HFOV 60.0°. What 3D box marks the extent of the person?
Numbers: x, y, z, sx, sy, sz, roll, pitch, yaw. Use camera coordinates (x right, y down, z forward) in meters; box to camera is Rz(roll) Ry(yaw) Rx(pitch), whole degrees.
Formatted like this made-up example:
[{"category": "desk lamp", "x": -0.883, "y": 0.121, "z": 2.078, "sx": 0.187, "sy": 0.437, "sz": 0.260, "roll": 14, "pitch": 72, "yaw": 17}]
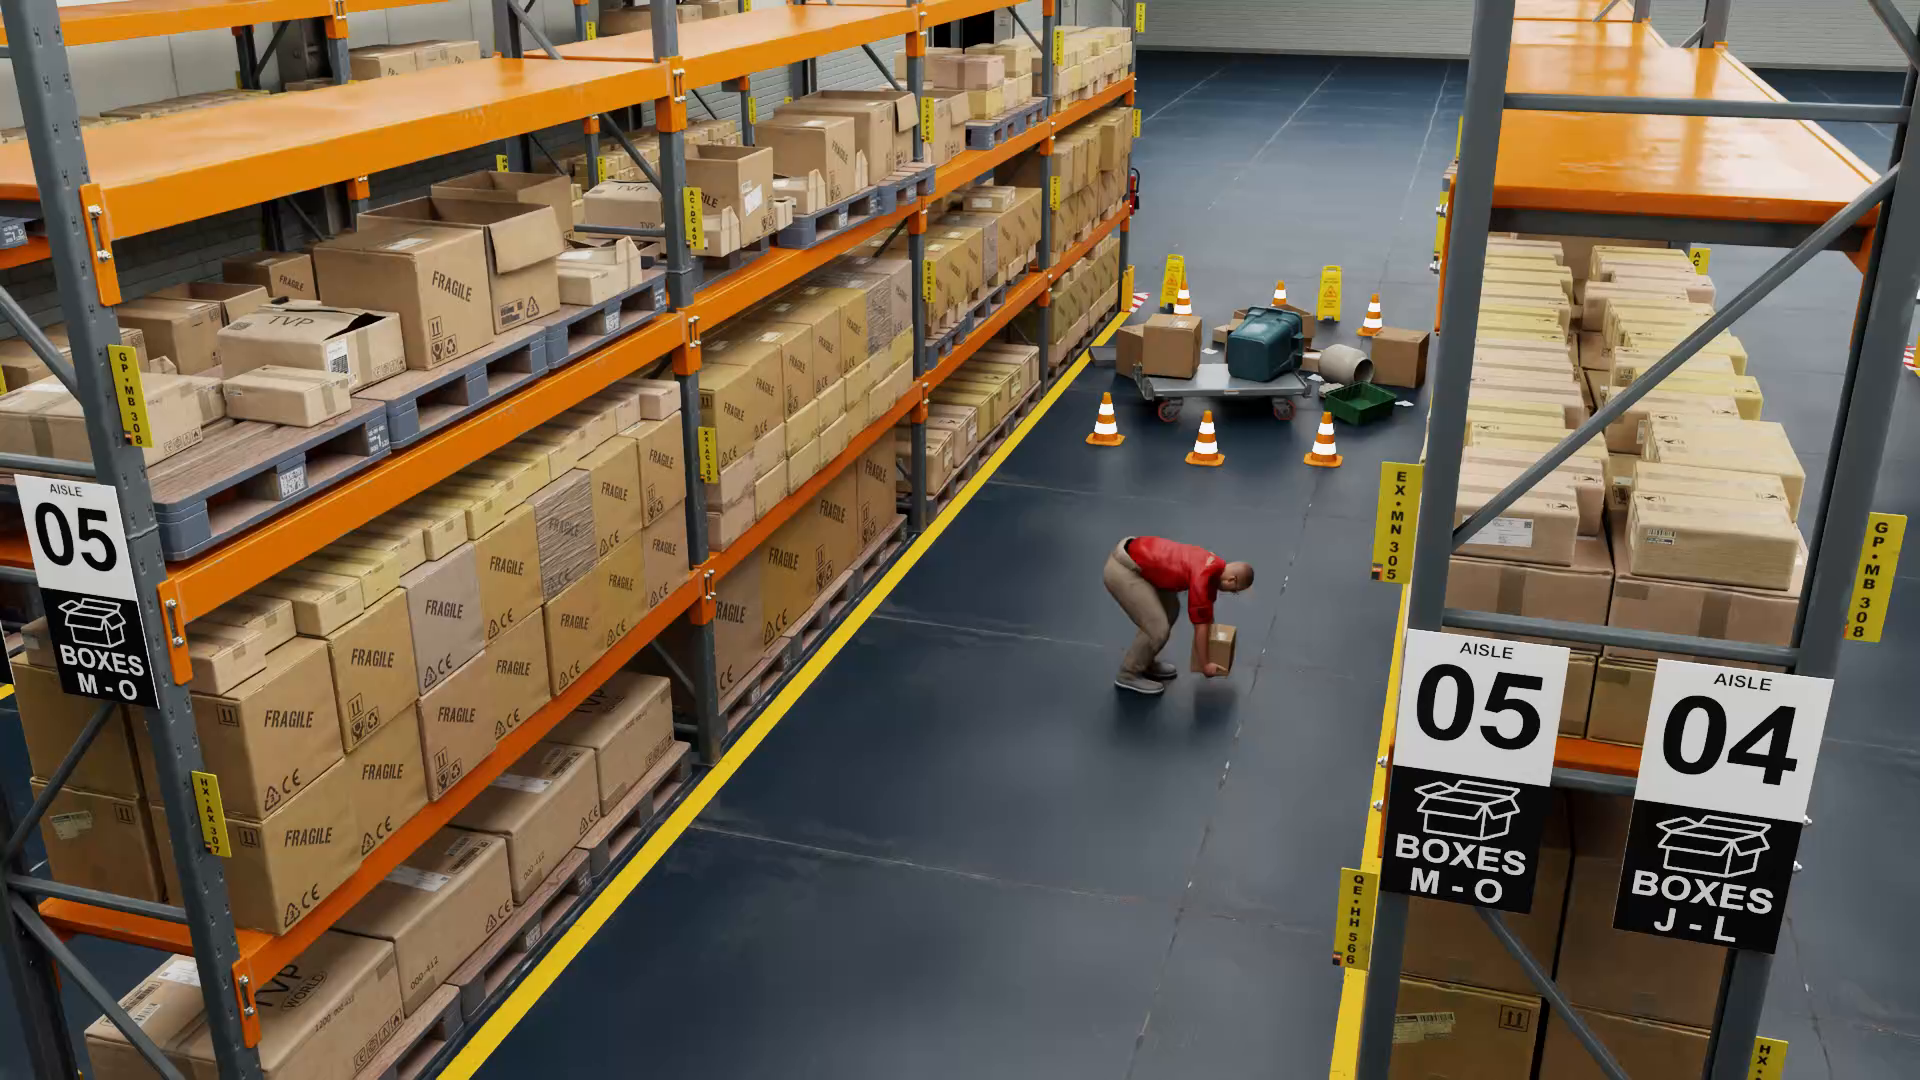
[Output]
[{"category": "person", "x": 1.413, "y": 0.487, "z": 10.857, "sx": 0.962, "sy": 1.014, "sz": 0.506, "roll": 5, "pitch": 22, "yaw": 13}]
